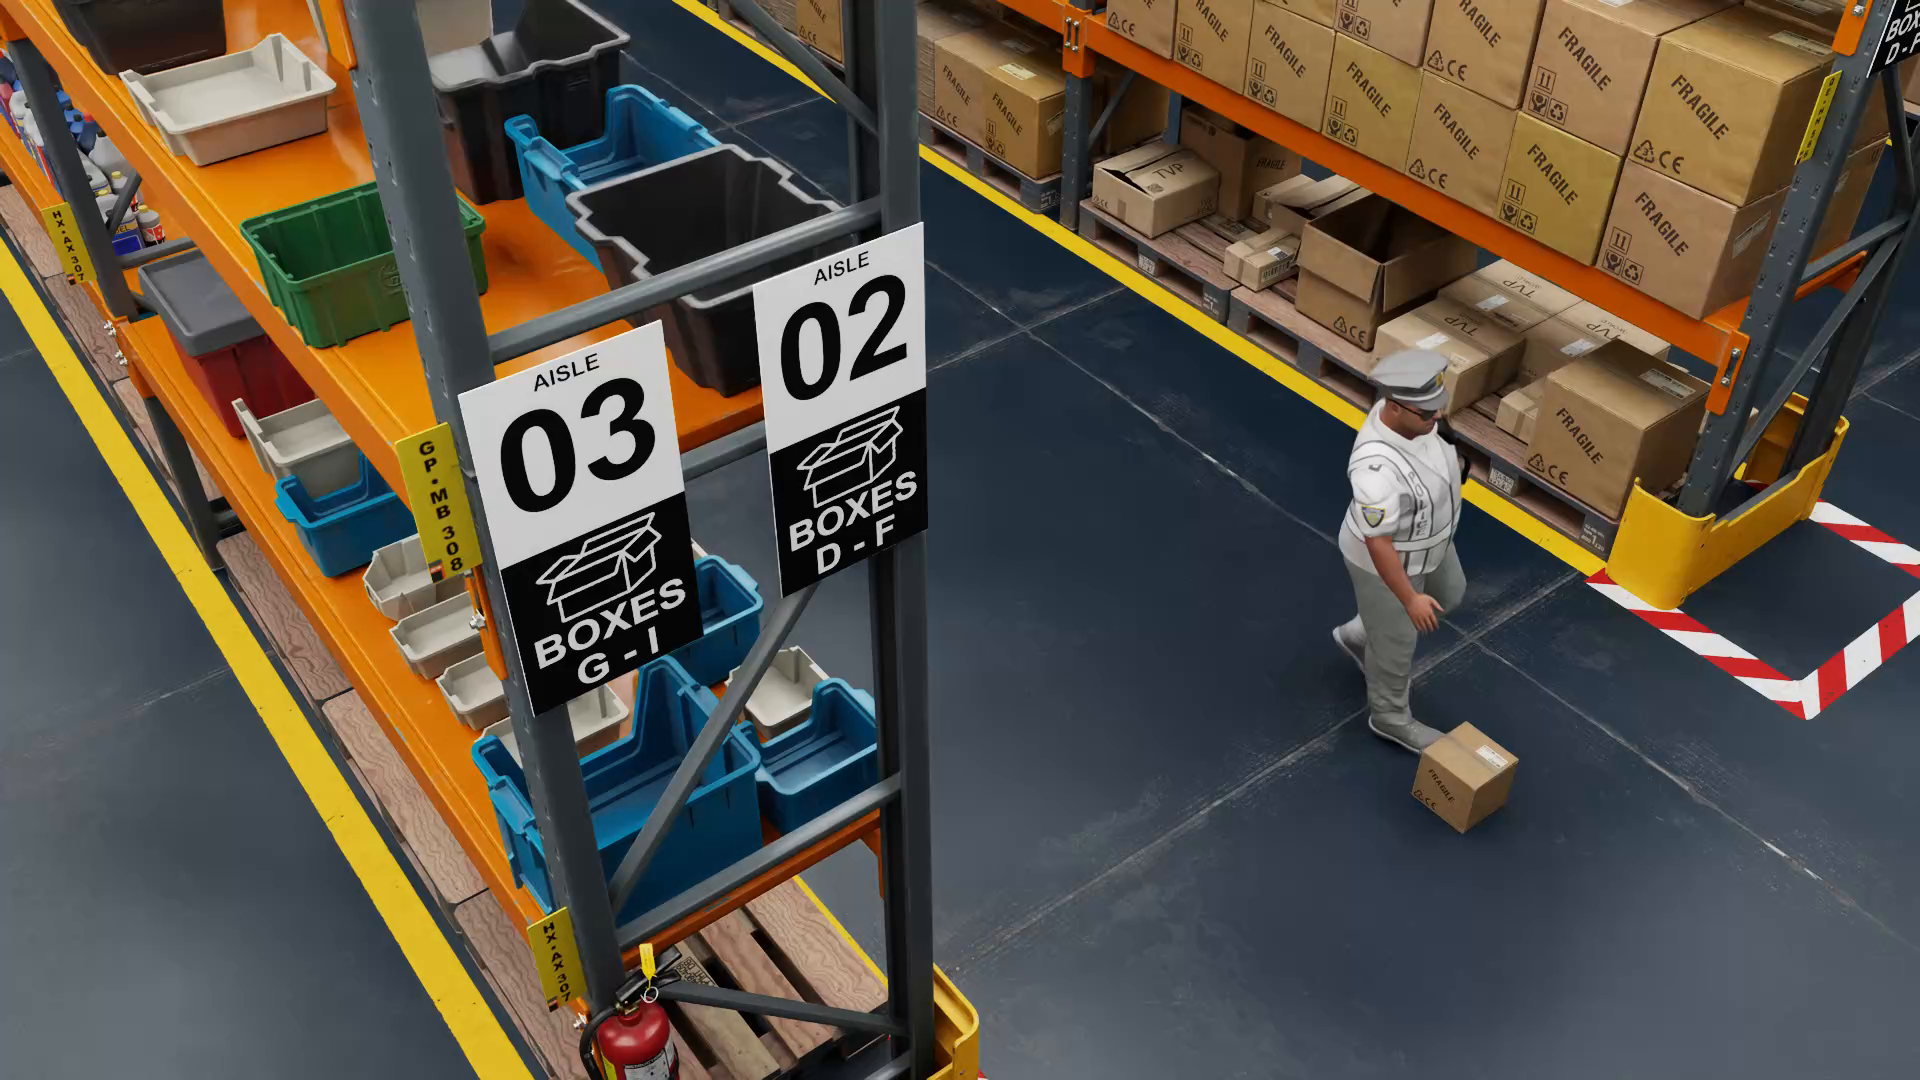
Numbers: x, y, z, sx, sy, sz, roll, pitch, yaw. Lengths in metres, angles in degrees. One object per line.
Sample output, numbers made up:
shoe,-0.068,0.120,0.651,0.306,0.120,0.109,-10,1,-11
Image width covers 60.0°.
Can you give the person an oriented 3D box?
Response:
person,1.660,0.061,6.065,0.600,1.754,0.634,25,46,26
